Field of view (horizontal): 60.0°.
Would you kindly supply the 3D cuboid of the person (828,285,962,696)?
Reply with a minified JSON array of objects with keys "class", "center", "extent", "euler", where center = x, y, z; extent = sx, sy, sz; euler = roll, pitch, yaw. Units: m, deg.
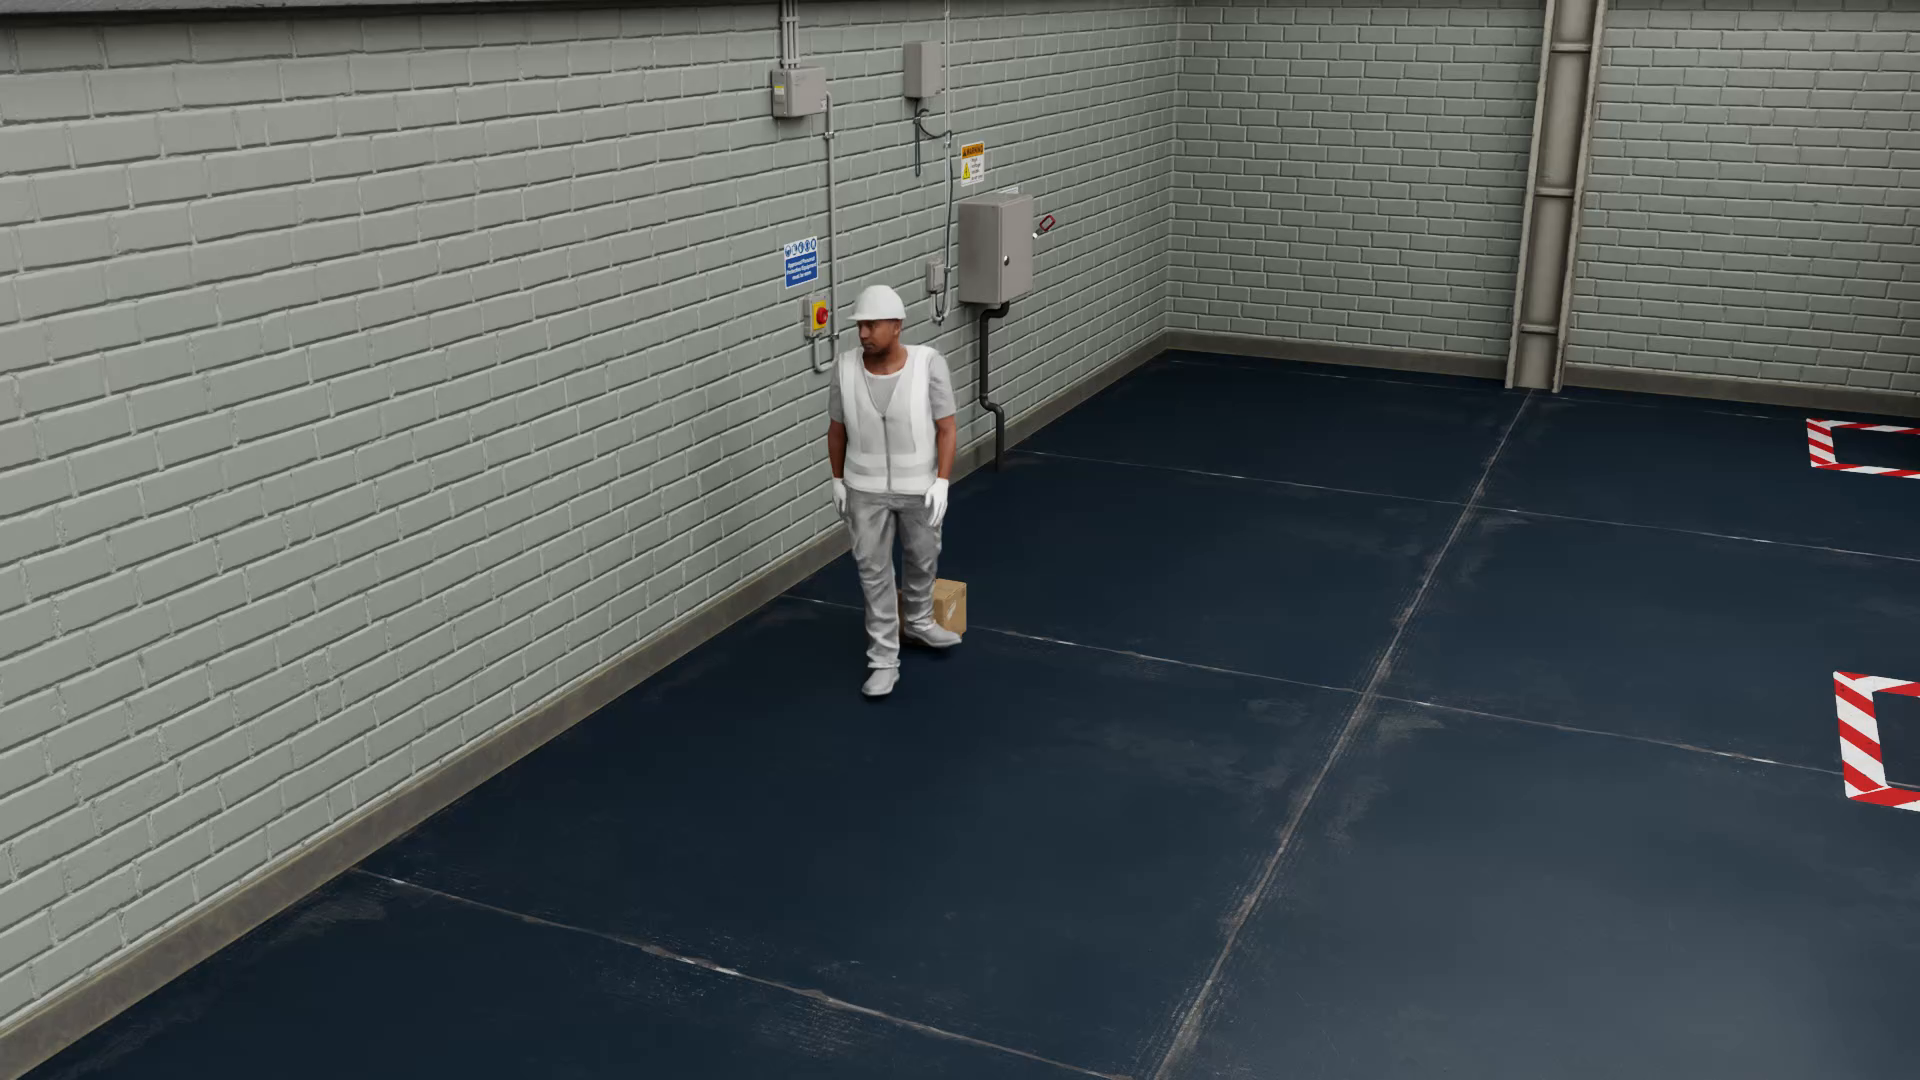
[{"class":"person","center":[-0.286,-0.244,7.250],"extent":[0.571,1.784,0.701],"euler":[1,19,3]}]
